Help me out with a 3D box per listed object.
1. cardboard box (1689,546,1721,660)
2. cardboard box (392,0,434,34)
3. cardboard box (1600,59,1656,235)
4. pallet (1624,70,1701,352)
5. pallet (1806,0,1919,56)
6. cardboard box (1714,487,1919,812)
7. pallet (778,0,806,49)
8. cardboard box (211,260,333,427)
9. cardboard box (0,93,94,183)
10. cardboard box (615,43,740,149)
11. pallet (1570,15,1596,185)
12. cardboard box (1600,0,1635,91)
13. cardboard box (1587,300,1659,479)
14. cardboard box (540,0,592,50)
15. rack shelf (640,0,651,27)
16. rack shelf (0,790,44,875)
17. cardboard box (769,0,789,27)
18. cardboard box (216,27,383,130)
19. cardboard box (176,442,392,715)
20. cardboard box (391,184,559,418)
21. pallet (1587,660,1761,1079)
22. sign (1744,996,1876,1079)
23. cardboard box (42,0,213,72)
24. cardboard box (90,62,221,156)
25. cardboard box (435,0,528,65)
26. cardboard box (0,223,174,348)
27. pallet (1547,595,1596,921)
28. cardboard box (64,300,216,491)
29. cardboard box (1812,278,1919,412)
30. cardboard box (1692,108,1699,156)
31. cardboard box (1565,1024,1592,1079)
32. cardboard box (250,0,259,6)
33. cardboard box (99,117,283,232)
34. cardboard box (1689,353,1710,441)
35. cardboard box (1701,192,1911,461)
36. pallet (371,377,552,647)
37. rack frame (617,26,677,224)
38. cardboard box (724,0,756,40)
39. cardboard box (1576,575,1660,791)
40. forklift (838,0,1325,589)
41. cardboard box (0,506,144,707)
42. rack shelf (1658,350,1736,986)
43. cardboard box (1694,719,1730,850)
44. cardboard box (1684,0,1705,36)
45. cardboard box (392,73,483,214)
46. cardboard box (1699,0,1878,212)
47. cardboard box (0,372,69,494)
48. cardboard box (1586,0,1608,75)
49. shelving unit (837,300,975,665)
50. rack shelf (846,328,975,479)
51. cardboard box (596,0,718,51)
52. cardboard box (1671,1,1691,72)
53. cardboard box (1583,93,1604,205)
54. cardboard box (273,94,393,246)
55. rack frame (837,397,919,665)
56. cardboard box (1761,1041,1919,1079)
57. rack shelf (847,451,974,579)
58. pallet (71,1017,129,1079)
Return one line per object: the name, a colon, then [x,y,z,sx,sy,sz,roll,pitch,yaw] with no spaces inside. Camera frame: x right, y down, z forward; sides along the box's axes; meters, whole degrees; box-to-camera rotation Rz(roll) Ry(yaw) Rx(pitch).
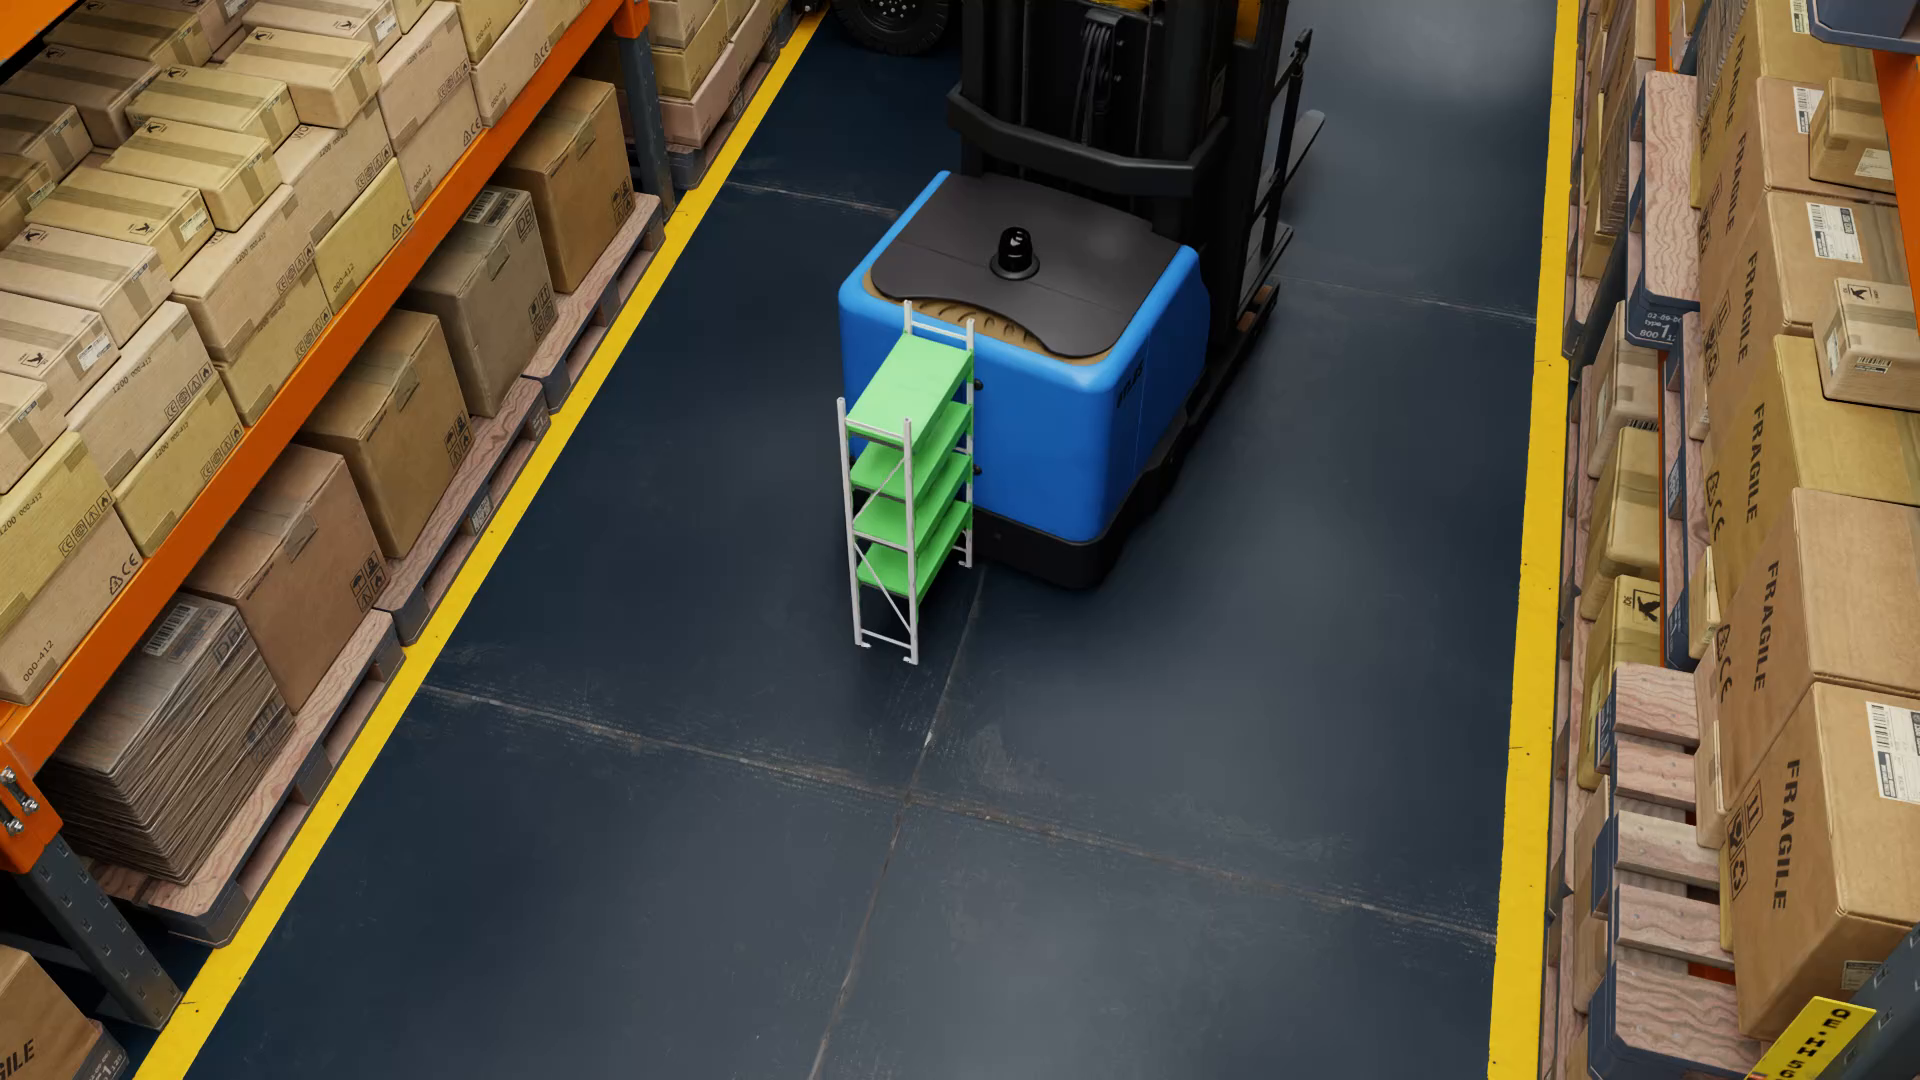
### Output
cardboard box: [1.961,0.186,3.972,0.380,0.149,0.250,12,50,11]
cardboard box: [-1.904,-1.769,5.311,0.380,0.149,0.250,10,49,9]
cardboard box: [2.894,-1.544,6.666,0.500,0.500,0.500,11,49,10]
pallet: [2.656,-0.998,5.258,1.003,0.211,1.213,12,50,10]
pallet: [2.462,-1.340,3.557,1.213,0.211,1.003,12,50,10]
cardboard box: [1.922,0.277,3.460,0.500,0.500,0.500,11,49,9]
pallet: [-1.223,-3.092,8.838,1.003,0.211,1.213,12,50,10]
cardboard box: [-2.226,-0.629,4.905,0.500,0.250,0.500,10,49,9]
cardboard box: [-2.740,-1.141,4.757,0.380,0.149,0.250,11,49,9]
cardboard box: [-1.345,-2.076,7.636,0.500,0.250,0.500,12,50,10]
pallet: [3.459,-2.041,7.911,1.003,0.211,1.213,12,50,10]
cardboard box: [3.160,-2.282,7.317,0.500,0.500,0.500,14,50,12]
cardboard box: [2.862,-0.475,6.142,0.950,0.372,0.625,12,50,11]
cardboard box: [-1.672,-2.097,6.200,0.500,0.250,0.500,13,50,11]
rack shelf: [-1.266,-3.771,8.058,1.077,0.370,4.000,12,50,10]
rack shelf: [-3.371,2.015,2.951,1.077,0.370,4.000,12,50,10]
cardboard box: [-1.106,-2.821,8.293,0.500,0.250,0.500,12,50,11]
cardboard box: [-1.970,-1.382,4.970,0.380,0.149,0.250,10,49,9]
cardboard box: [-2.503,0.055,5.505,0.875,0.625,0.625,13,50,11]
cardboard box: [-2.130,-0.976,6.415,0.875,0.625,0.625,11,50,10]
pallet: [2.030,0.834,3.641,1.213,0.211,1.003,12,50,10]
sign: [1.419,0.850,2.780,0.100,0.325,0.005,12,50,10]
cardboard box: [-2.538,-1.505,5.078,0.380,0.149,0.250,12,50,10]
cardboard box: [-2.587,-1.259,5.127,0.500,0.250,0.500,11,49,9]
cardboard box: [-1.803,-1.899,5.692,0.500,0.250,0.500,10,49,9]
cardboard box: [-2.308,-0.665,4.337,0.380,0.149,0.250,12,50,10]
pallet: [2.475,0.786,5.416,1.003,0.211,1.213,12,50,10]
cardboard box: [-2.359,-0.420,4.387,0.500,0.250,0.500,13,50,11]
cardboard box: [2.103,-0.417,3.639,0.380,0.149,0.250,9,49,8]
cardboard box: [2.547,-1.304,5.288,0.380,0.149,0.250,12,50,11]
cardboard box: [2.103,1.631,4.282,0.950,0.372,0.625,9,49,7]
cardboard box: [-2.416,-1.870,5.401,0.380,0.149,0.250,12,50,10]
cardboard box: [-2.147,-1.025,4.655,0.380,0.149,0.250,13,50,11]
cardboard box: [2.177,-0.367,4.461,0.380,0.149,0.250,13,50,11]
cardboard box: [2.198,-0.483,4.130,0.500,0.500,0.500,10,49,8]
pallet: [-2.267,-0.214,6.298,1.003,0.211,1.213,12,50,10]
rack frame: [-1.792,-2.563,6.511,1.000,3.000,0.127,12,50,10]
cardboard box: [-1.236,-2.611,7.774,0.500,0.250,0.500,11,50,10]
cardboard box: [2.495,0.549,5.238,0.950,0.372,0.625,13,50,11]
forklift: [0.695,-1.907,5.978,1.130,2.935,3.031,21,52,18]
cardboard box: [-2.492,0.107,4.255,0.500,0.250,0.500,12,50,10]
rack shelf: [2.471,0.099,4.642,1.077,0.370,4.000,12,50,10]
cardboard box: [1.828,0.569,3.635,0.380,0.149,0.250,11,50,10]
cardboard box: [2.875,-2.088,5.827,0.500,0.500,0.500,10,49,9]
cardboard box: [-1.959,-1.379,5.567,0.500,0.250,0.500,12,50,10]
cardboard box: [2.466,-1.211,4.773,0.500,0.500,0.500,12,50,10]
cardboard box: [-2.408,-0.283,4.000,0.380,0.149,0.250,13,50,11]
cardboard box: [3.298,-2.414,7.934,0.500,0.250,0.500,15,50,13]
shelving unit: [-0.163,-0.163,5.594,0.258,1.200,0.503,18,51,15]
rack shelf: [-0.163,-0.439,5.282,0.258,0.148,0.480,18,51,15]
cardboard box: [-1.362,-2.411,7.264,0.500,0.250,0.500,11,49,9]
cardboard box: [2.788,-1.795,6.001,0.380,0.149,0.250,11,50,10]
cardboard box: [3.024,-1.683,7.288,0.500,0.250,0.500,10,49,9]
cardboard box: [-2.094,-1.169,5.048,0.500,0.250,0.500,12,50,11]
rack frame: [-0.259,0.005,5.446,0.240,1.200,0.015,18,51,15]
cardboard box: [1.804,0.968,3.282,0.380,0.149,0.250,13,50,11]
rack shelf: [-0.163,-0.121,5.642,0.258,0.148,0.480,18,51,15]
pallet: [-3.078,1.786,4.533,1.003,0.211,1.213,12,50,10]
